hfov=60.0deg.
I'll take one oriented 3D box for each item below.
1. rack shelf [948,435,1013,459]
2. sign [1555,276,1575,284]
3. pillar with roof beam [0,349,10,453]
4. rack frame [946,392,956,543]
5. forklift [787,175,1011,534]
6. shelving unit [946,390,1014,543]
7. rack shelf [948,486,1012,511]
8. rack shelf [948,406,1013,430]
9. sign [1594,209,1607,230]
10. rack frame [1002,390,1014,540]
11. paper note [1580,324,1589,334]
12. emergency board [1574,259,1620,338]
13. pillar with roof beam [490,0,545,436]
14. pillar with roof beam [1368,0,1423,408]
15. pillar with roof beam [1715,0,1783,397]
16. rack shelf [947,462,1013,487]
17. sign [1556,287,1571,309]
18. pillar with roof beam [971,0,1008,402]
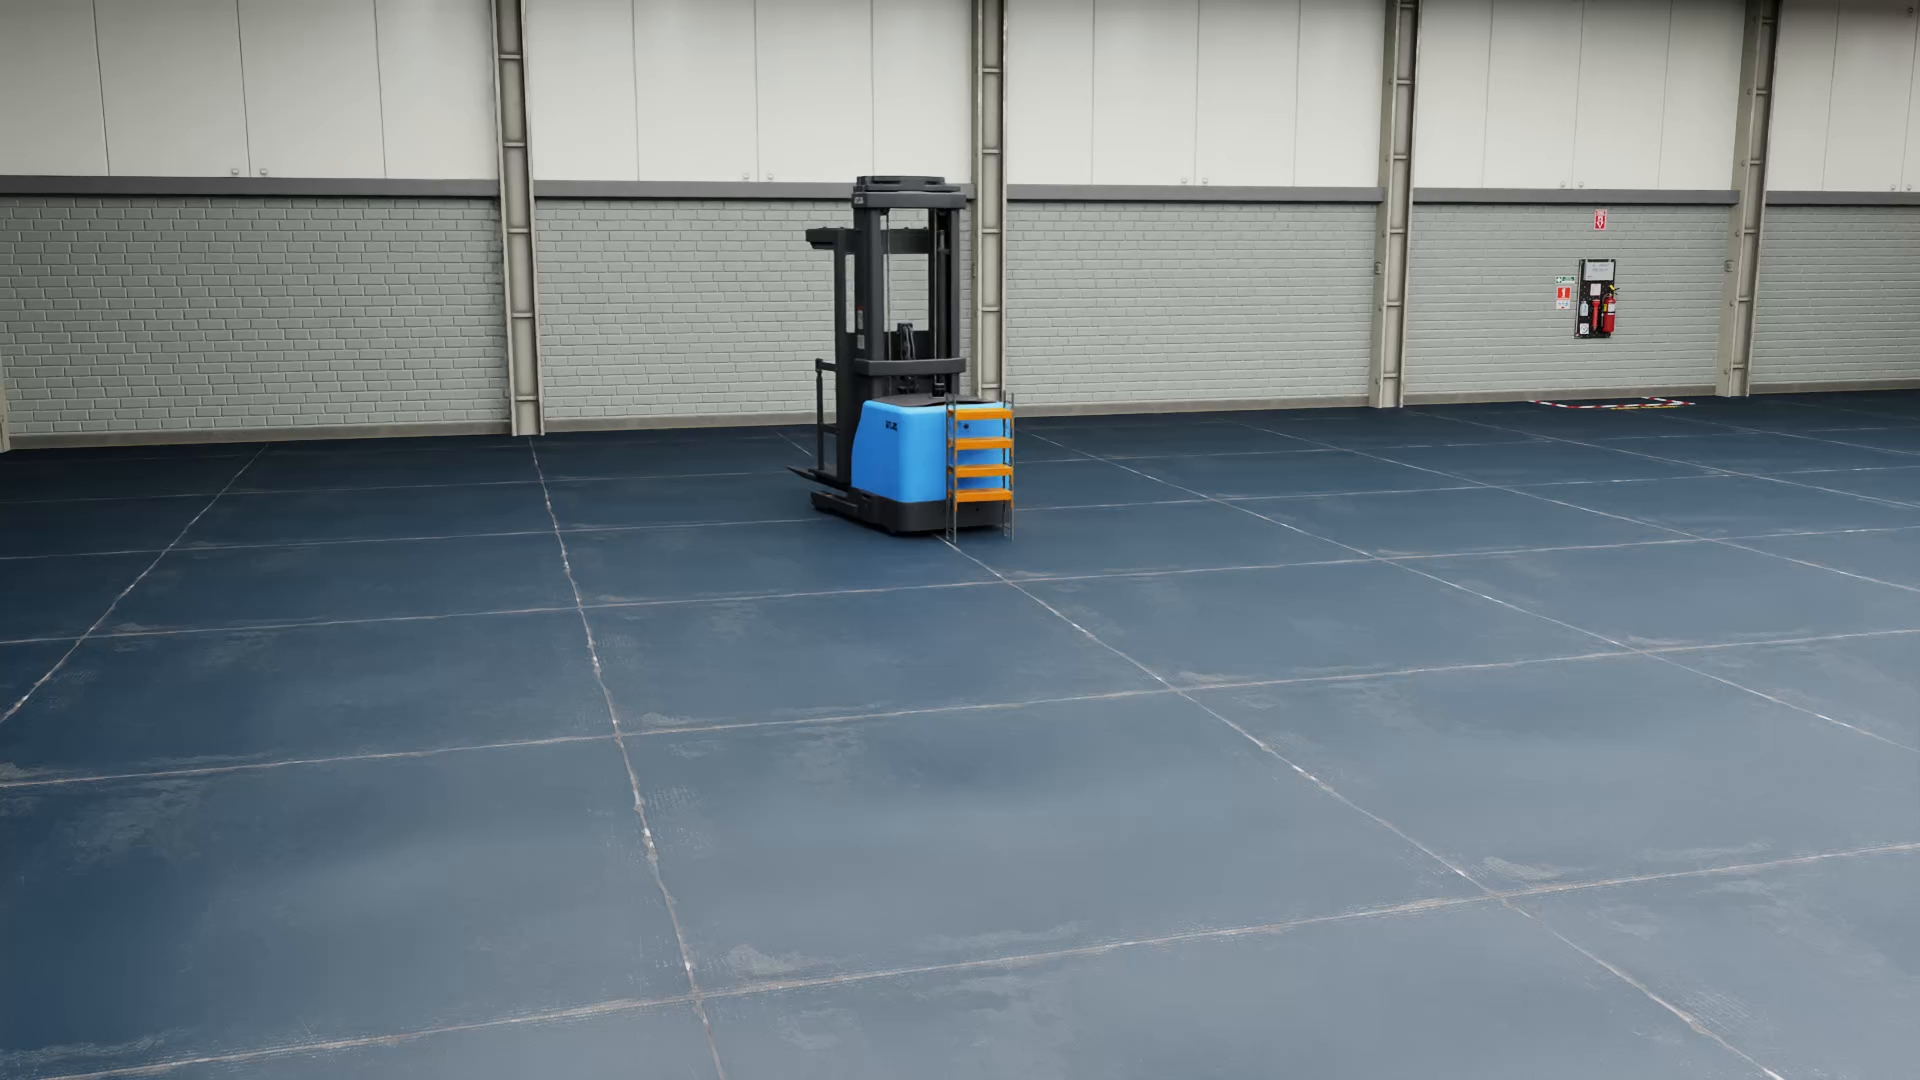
[{"bbox_3d":[0.160,-0.752,13.454,0.480,0.148,0.258,-3,11,-16],"label":"rack shelf"},{"bbox_3d":[8.966,-3.854,24.632,0.331,0.109,0.001,-3,11,-16],"label":"sign"},{"bbox_3d":[-9.938,-4.693,14.182,0.400,9.000,9.100,-3,11,-16],"label":"pillar with roof beam"},{"bbox_3d":[-0.074,-0.586,13.413,0.015,1.200,0.240,-3,11,-16],"label":"rack frame"},{"bbox_3d":[-0.692,-1.717,14.779,1.130,2.935,3.031,-5,12,-27],"label":"forklift"},{"bbox_3d":[0.160,-0.598,13.482,0.503,1.200,0.258,-3,11,-16],"label":"shelving unit"},{"bbox_3d":[0.160,-0.337,13.530,0.480,0.148,0.258,-3,11,-16],"label":"rack shelf"},{"bbox_3d":[0.160,-0.985,13.411,0.480,0.148,0.258,-3,11,-16],"label":"rack shelf"},{"bbox_3d":[9.483,-4.744,24.626,0.199,0.298,0.001,-3,11,-16],"label":"sign"},{"bbox_3d":[0.393,-0.611,13.551,0.015,1.200,0.240,-3,11,-16],"label":"rack frame"},{"bbox_3d":[9.330,-3.157,24.841,0.142,0.148,0.016,-3,11,-16],"label":"paper note"},{"bbox_3d":[9.519,-3.587,24.744,0.643,1.169,0.194,-3,11,-16],"label":"emergency board"},{"bbox_3d":[-4.177,-4.996,15.832,0.400,9.000,9.100,-3,11,-16],"label":"pillar with roof beam"},{"bbox_3d":[7.345,-5.604,19.130,0.400,9.000,9.100,-3,11,-16],"label":"pillar with roof beam"},{"bbox_3d":[13.106,-5.907,20.779,0.400,9.000,9.100,-3,11,-16],"label":"pillar with roof beam"},{"bbox_3d":[0.160,-0.532,13.494,0.480,0.148,0.258,-3,11,-16],"label":"rack shelf"},{"bbox_3d":[8.959,-3.594,24.687,0.234,0.329,0.001,-3,11,-16],"label":"sign"},{"bbox_3d":[1.584,-5.300,17.481,0.400,9.000,9.100,-3,11,-16],"label":"pillar with roof beam"}]
